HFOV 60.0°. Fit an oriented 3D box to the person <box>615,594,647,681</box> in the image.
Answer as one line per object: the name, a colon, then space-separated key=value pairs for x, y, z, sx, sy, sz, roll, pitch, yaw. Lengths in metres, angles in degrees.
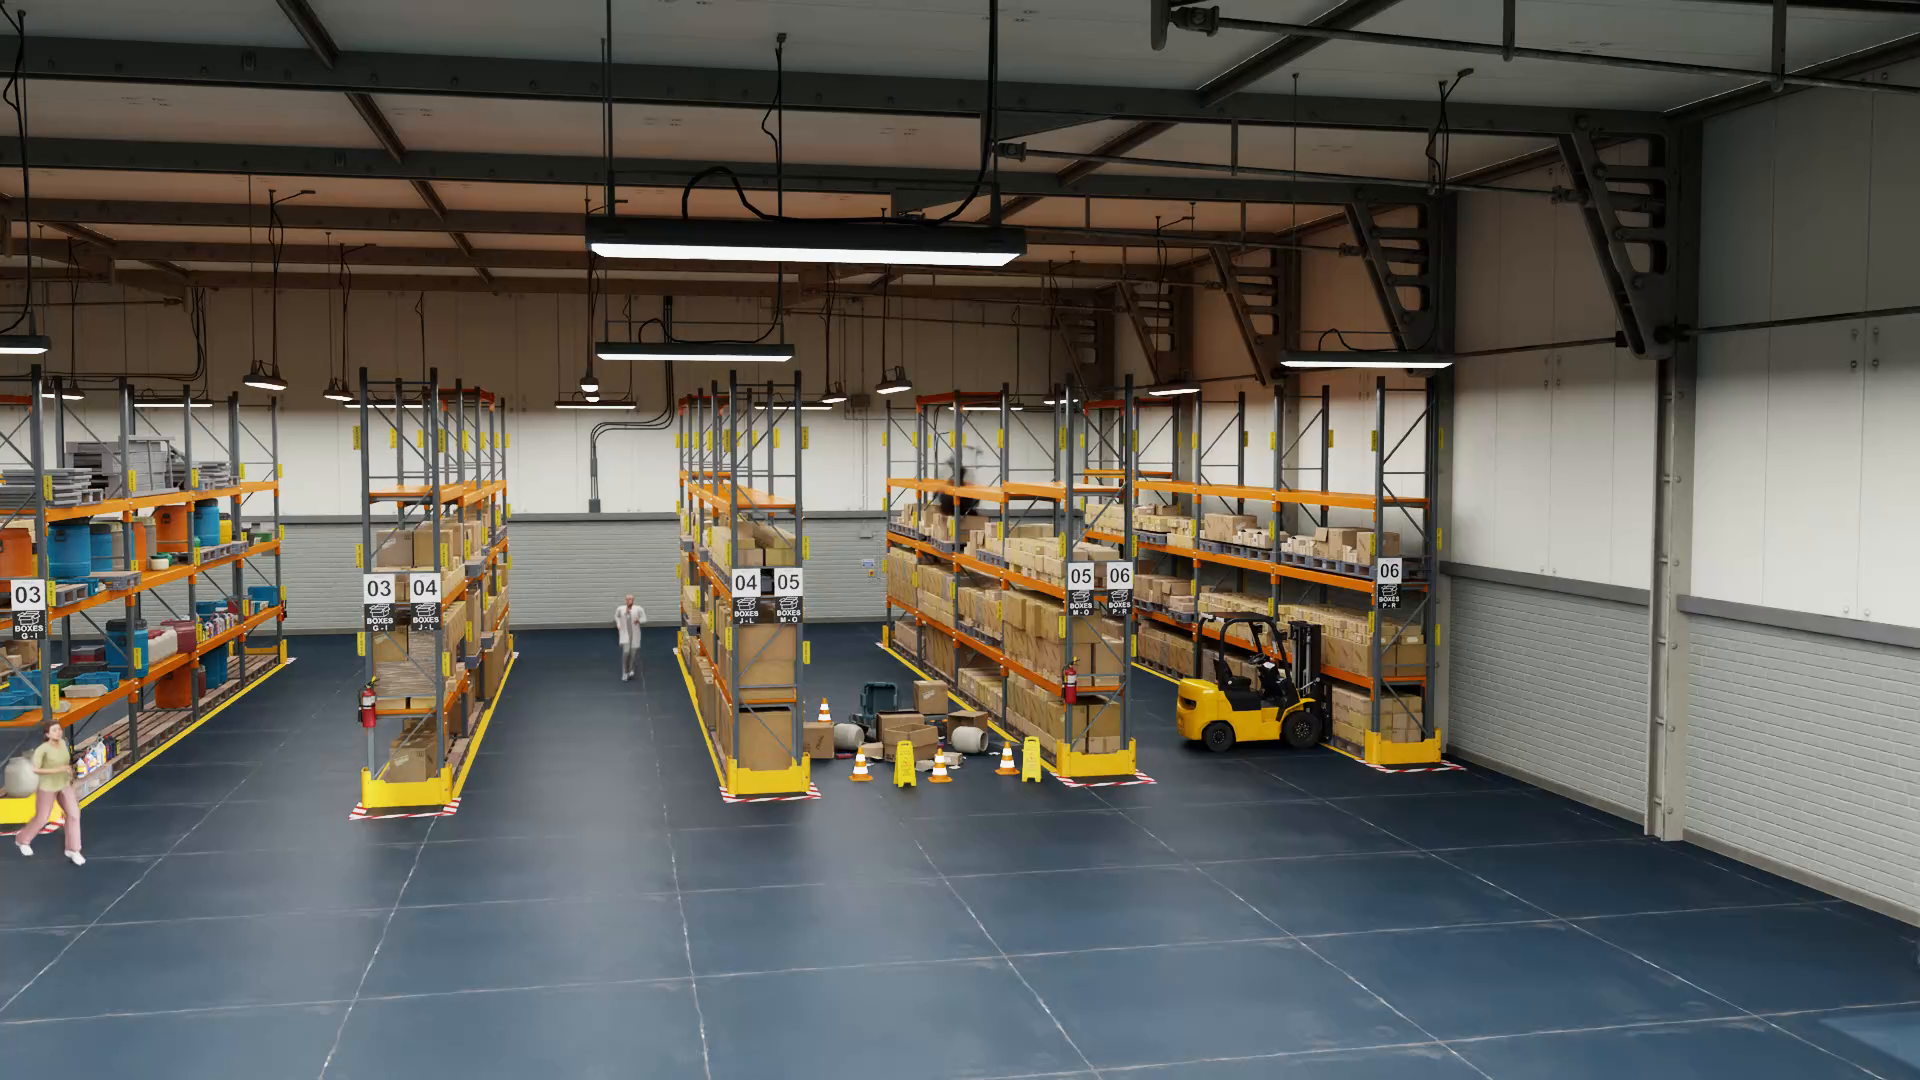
person: x=-6.914 y=2.056 z=34.948 sx=0.666 sy=1.842 sz=0.818 roll=-1 pitch=3 yaw=-9

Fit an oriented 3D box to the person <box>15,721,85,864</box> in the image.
person: x=-10.822 y=2.989 z=19.791 sx=0.939 sy=1.704 sz=0.582 roll=1 pitch=4 yaw=24
